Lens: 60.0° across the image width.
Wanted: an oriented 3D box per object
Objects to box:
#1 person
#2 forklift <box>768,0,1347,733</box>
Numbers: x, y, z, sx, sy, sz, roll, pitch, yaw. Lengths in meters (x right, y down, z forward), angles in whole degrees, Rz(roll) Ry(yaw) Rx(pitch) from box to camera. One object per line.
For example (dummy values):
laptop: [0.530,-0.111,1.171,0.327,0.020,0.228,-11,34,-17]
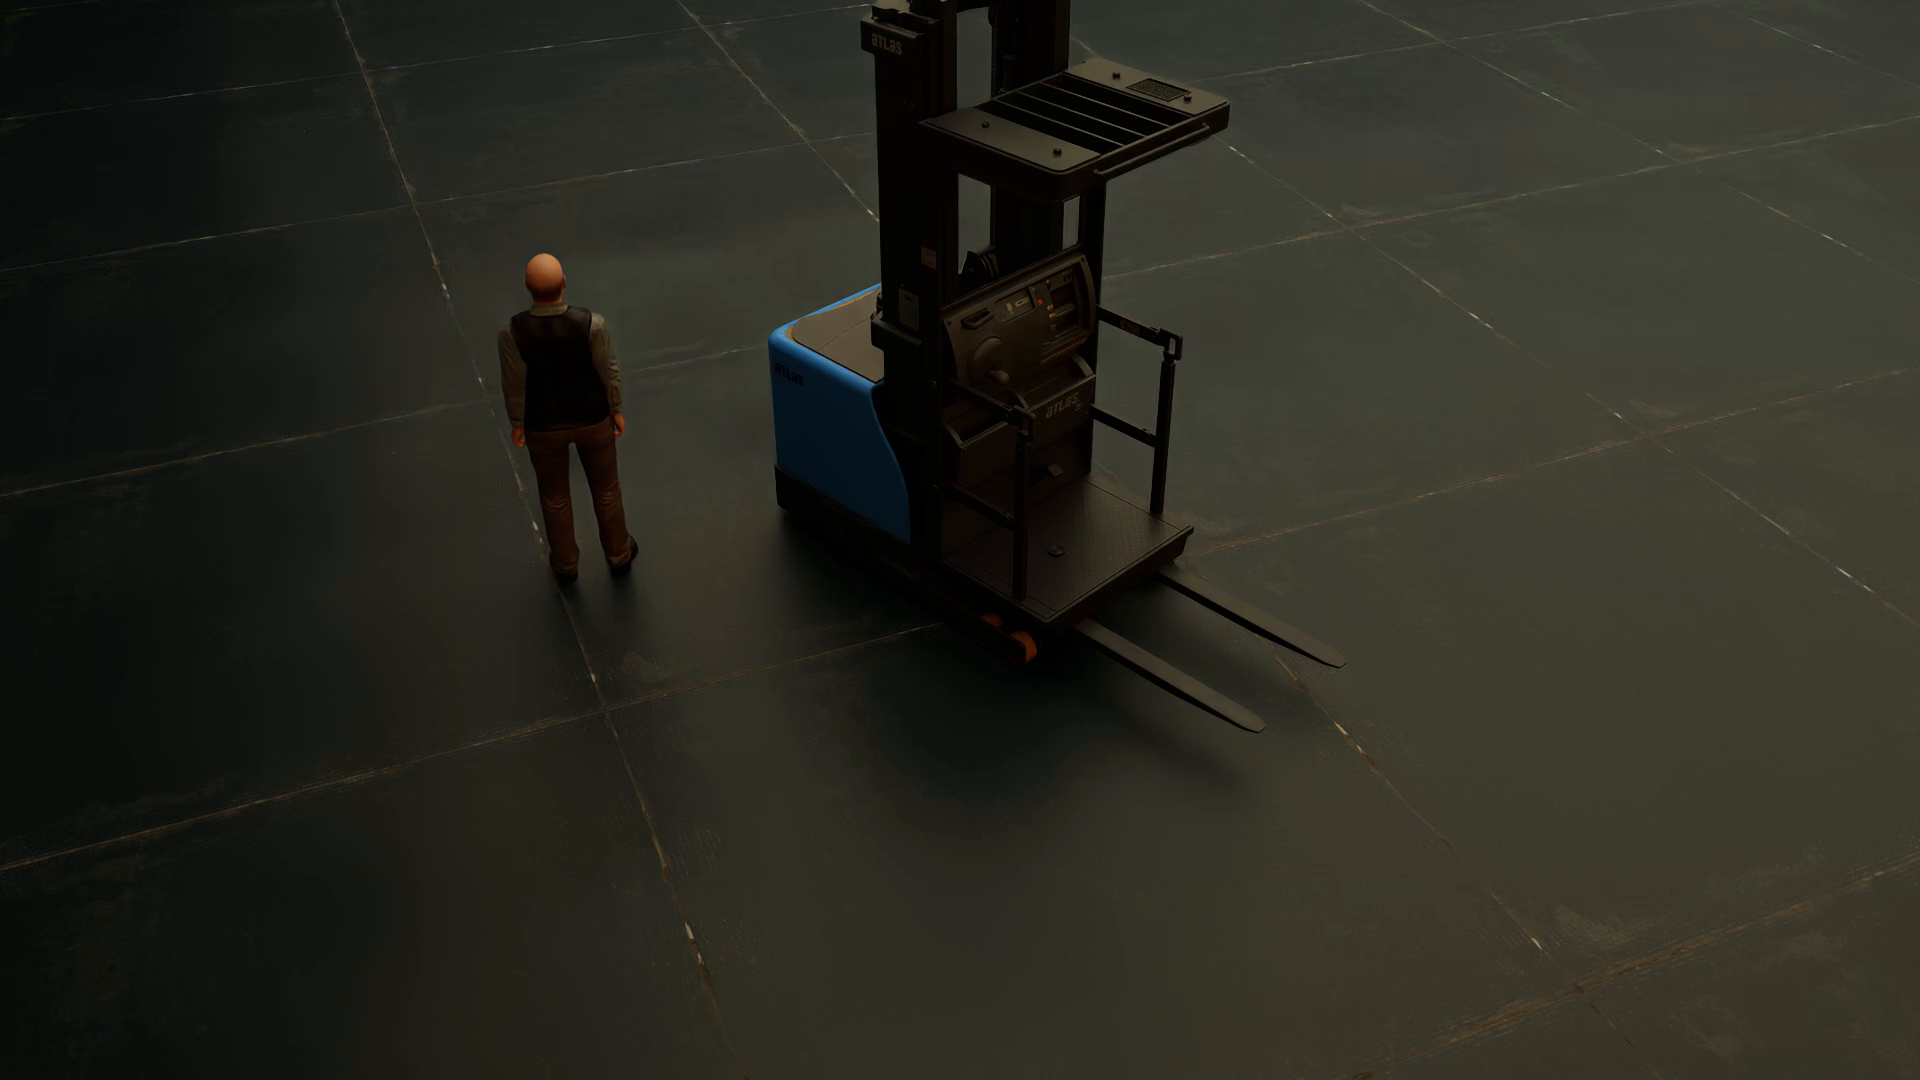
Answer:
person: [-1.876,-0.571,7.946,0.544,1.725,0.356,-9,36,-12]
forklift: [0.432,-0.946,7.429,3.031,2.935,1.130,30,45,35]
